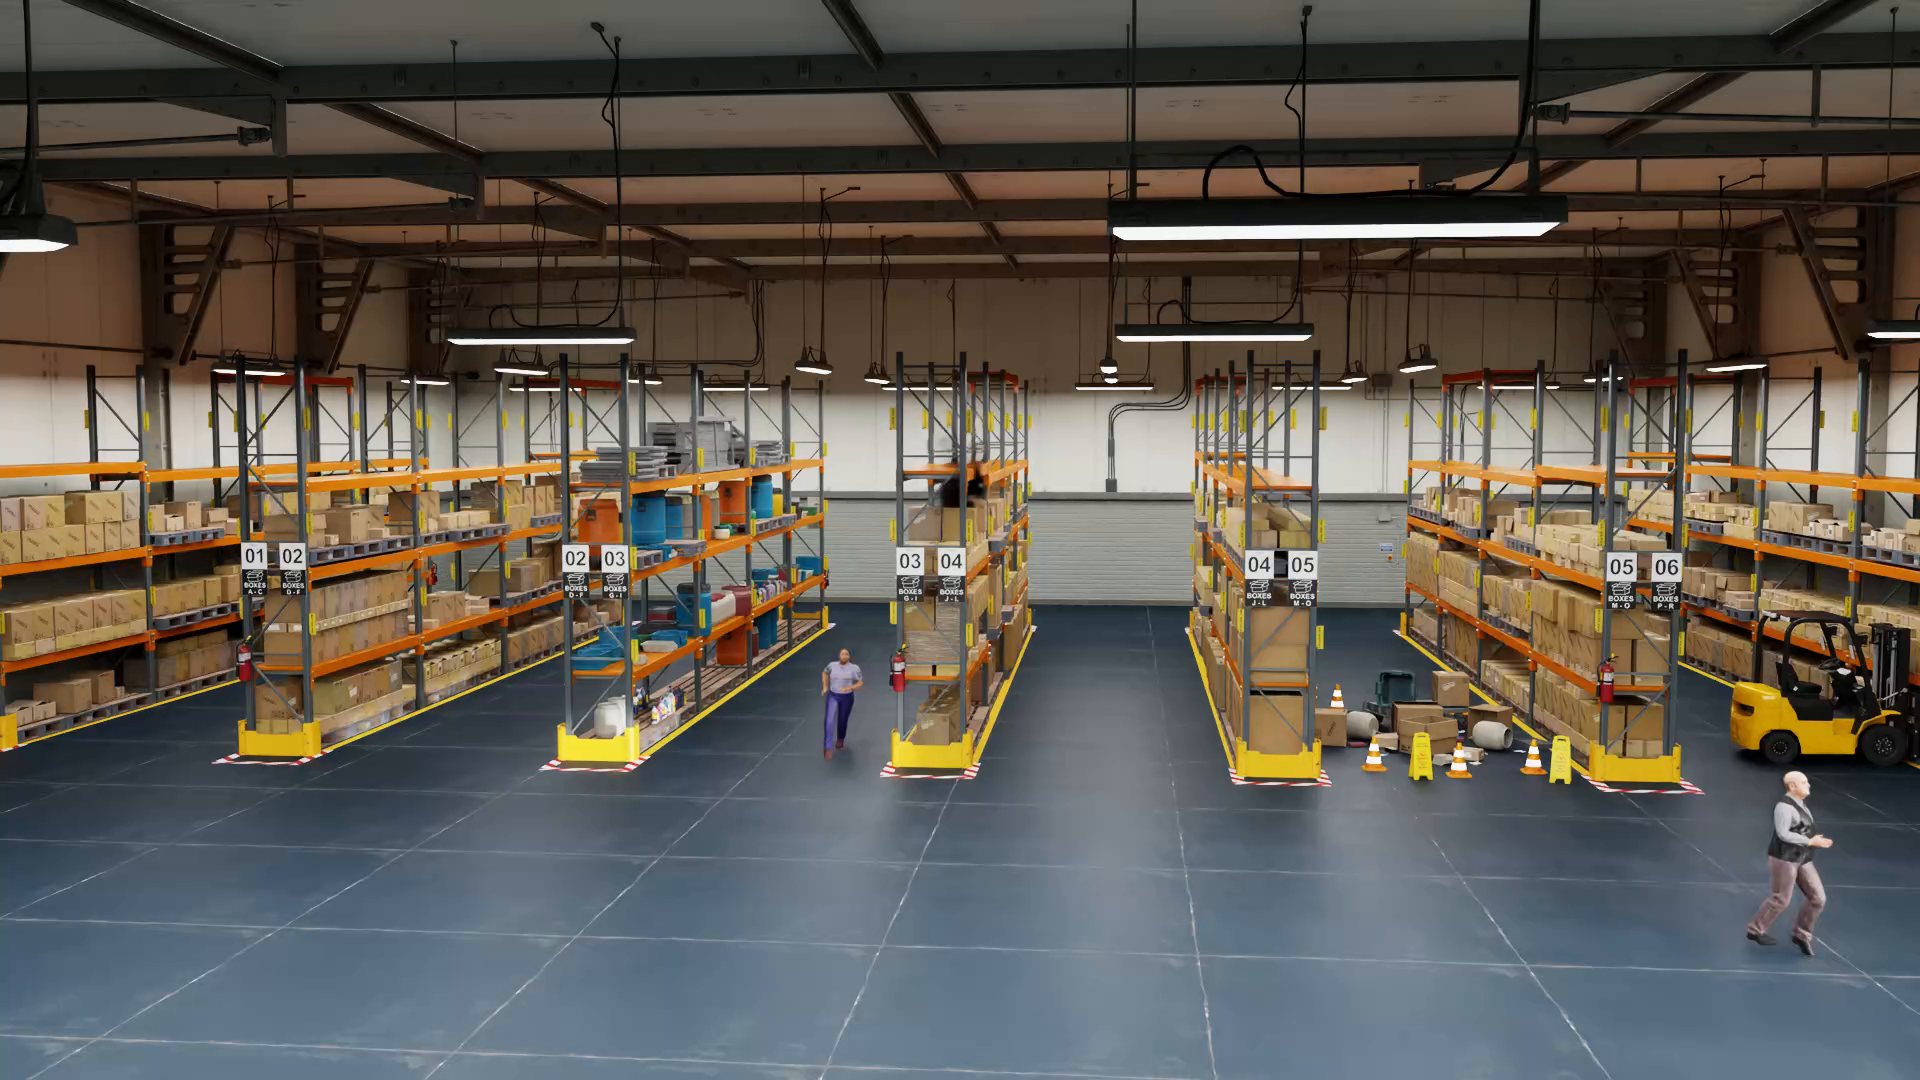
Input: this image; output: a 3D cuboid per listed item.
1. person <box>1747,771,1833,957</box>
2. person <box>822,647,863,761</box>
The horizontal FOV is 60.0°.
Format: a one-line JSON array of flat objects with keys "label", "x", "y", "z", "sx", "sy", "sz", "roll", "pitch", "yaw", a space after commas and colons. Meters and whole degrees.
[{"label": "person", "x": 7.815, "y": 3.054, "z": 15.607, "sx": 0.675, "sy": 1.798, "sz": 0.748, "roll": -3, "pitch": 5, "yaw": -41}, {"label": "person", "x": -1.769, "y": 2.420, "z": 24.948, "sx": 0.627, "sy": 1.657, "sz": 0.885, "roll": 0, "pitch": 4, "yaw": 1}]
